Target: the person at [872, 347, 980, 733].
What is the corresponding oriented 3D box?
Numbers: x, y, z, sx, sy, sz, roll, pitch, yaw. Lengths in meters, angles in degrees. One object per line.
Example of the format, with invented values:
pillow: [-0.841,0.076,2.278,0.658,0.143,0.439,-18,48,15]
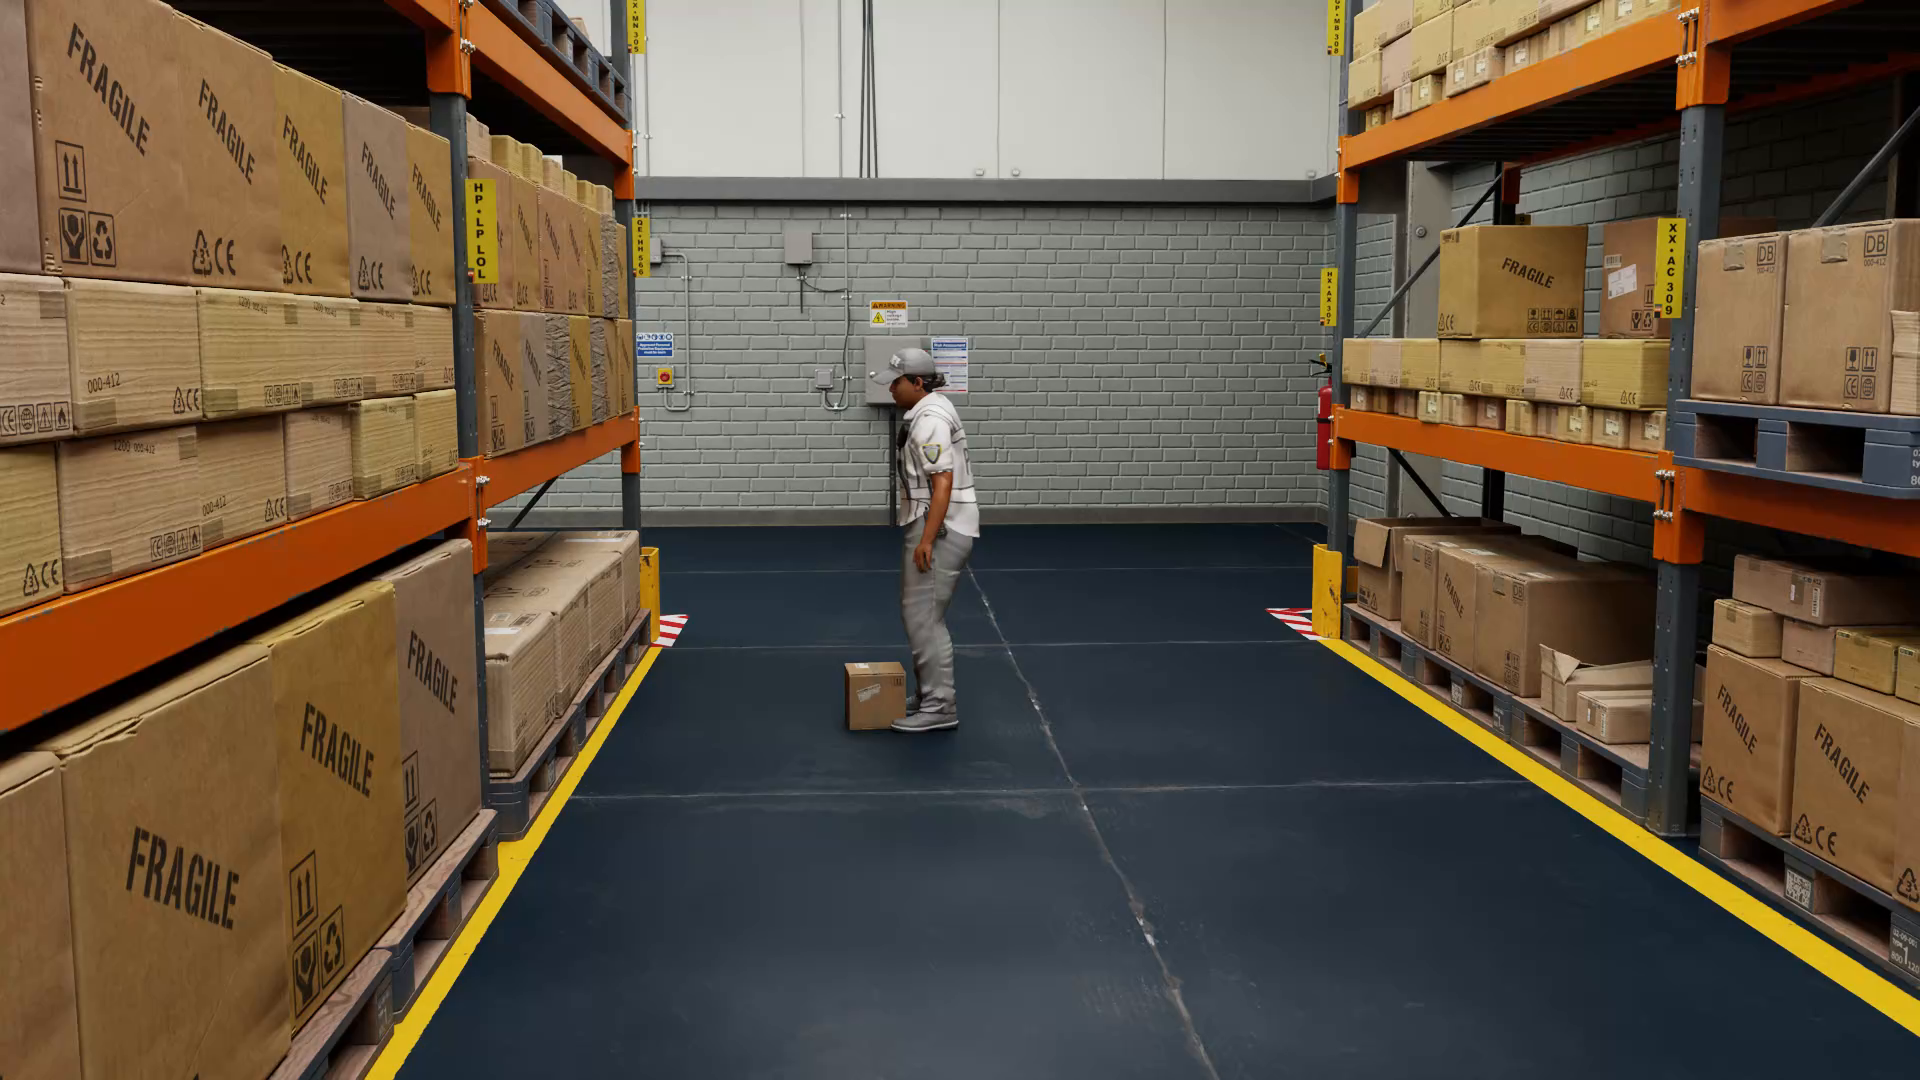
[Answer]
person: [-0.156,-0.013,7.334,0.465,1.665,0.538,-1,7,-5]
